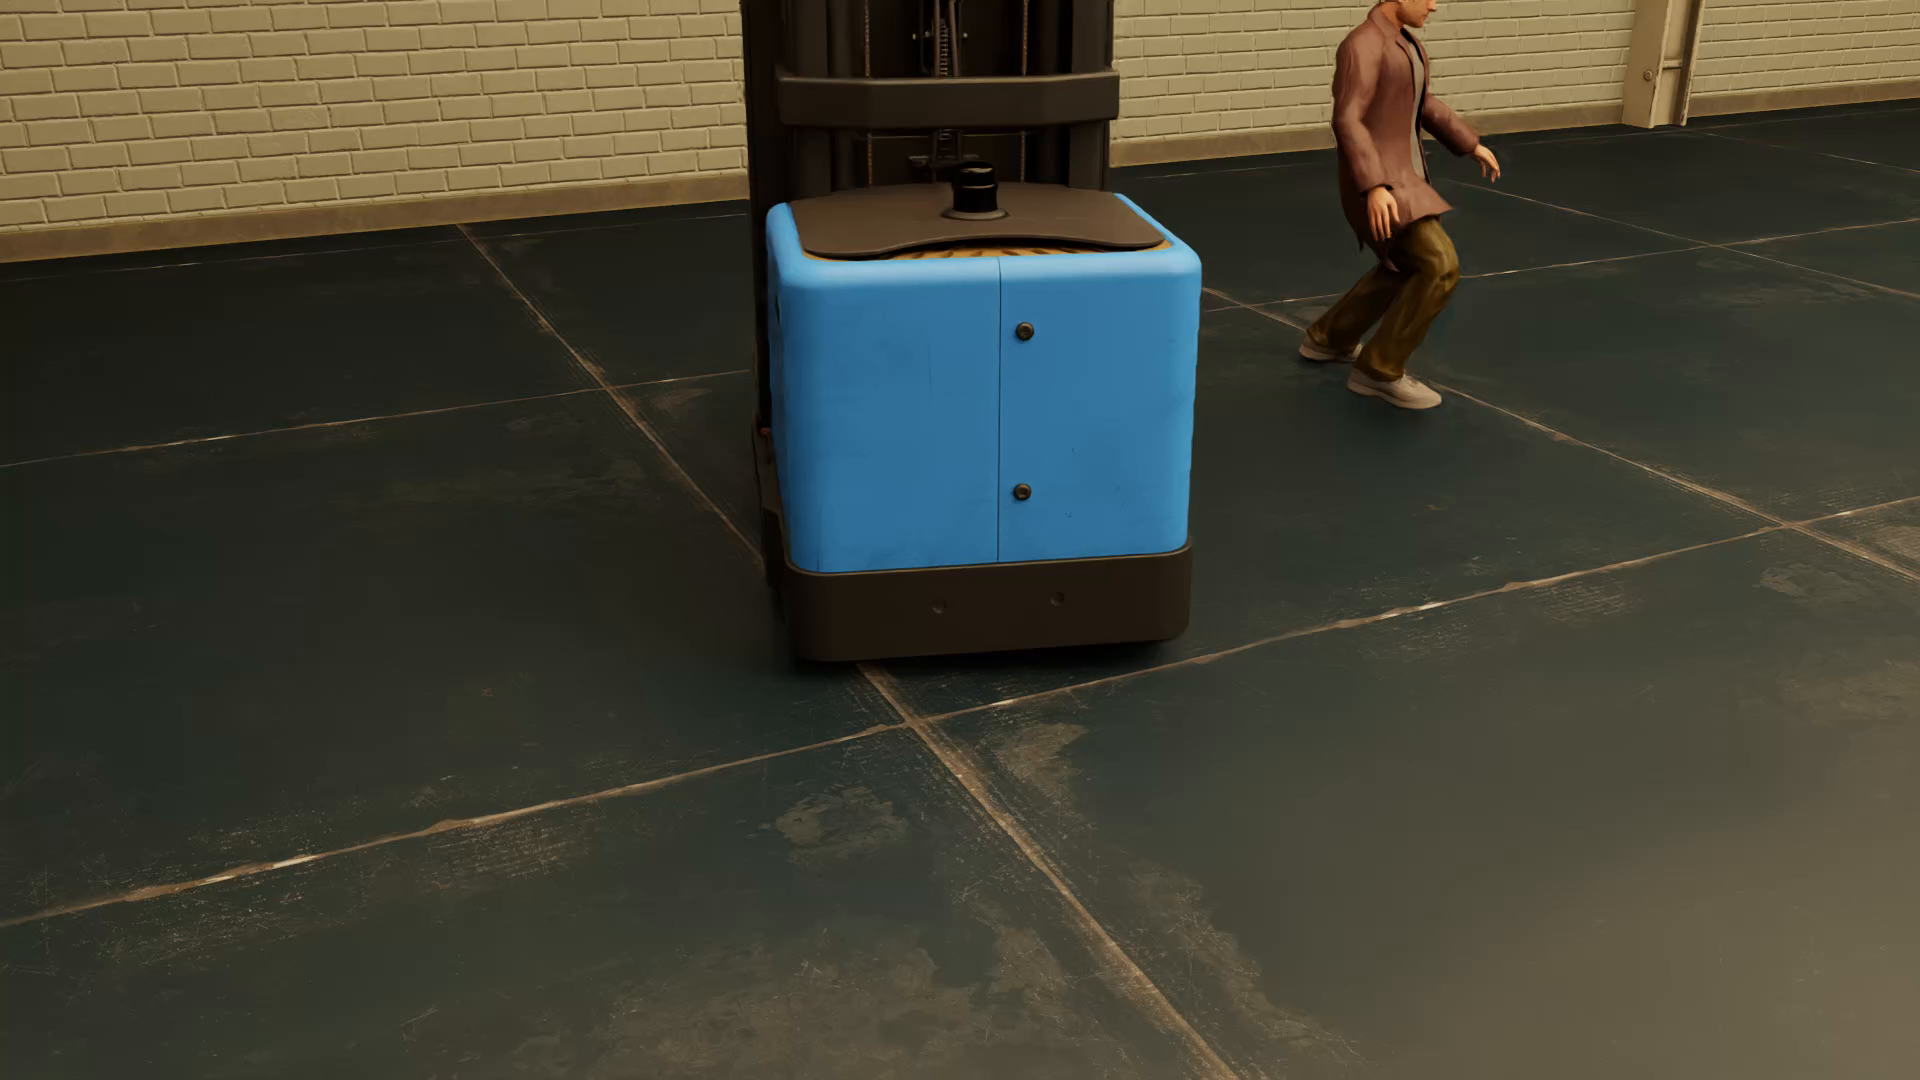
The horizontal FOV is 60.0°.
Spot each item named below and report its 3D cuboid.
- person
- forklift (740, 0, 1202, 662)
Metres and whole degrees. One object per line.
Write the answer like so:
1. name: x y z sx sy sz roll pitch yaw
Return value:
1. person: 1.641 -1.353 6.299 0.751 1.650 1.003 13 26 28
2. forklift: -0.131 -1.578 5.084 1.130 2.935 3.031 -3 23 -8
